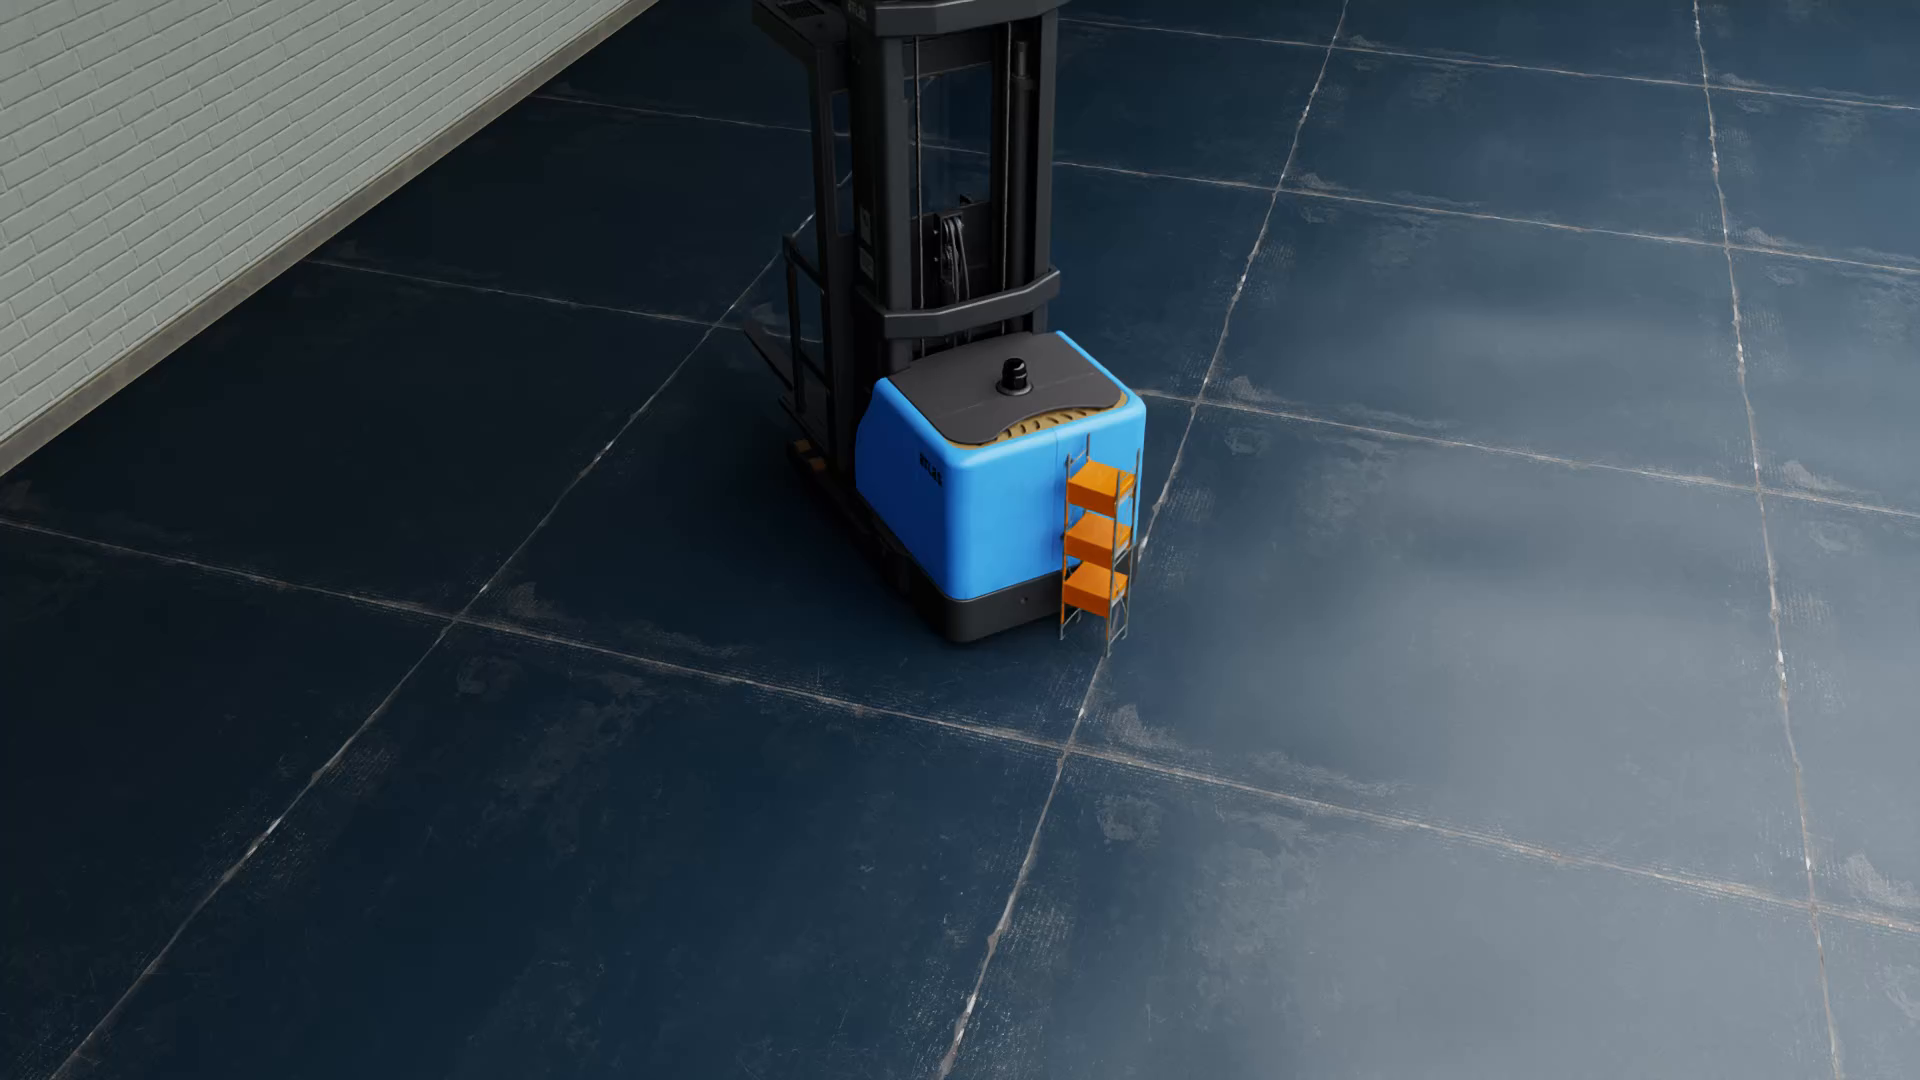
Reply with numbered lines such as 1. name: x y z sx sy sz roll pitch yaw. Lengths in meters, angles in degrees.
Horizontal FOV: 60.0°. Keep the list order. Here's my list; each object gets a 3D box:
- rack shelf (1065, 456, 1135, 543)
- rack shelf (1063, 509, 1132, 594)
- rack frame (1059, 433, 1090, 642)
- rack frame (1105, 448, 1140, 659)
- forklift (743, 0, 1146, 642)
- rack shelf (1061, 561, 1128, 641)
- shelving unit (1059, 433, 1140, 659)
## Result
1. rack shelf: 0.622 -0.181 7.333 0.240 0.259 0.215 20 41 25
2. rack shelf: 0.623 0.048 7.502 0.240 0.259 0.215 20 41 25
3. rack frame: 0.519 0.001 7.547 0.008 1.050 0.200 20 41 25
4. rack frame: 0.727 0.077 7.444 0.008 1.050 0.200 20 41 25
5. forklift: -0.276 -1.566 8.091 1.130 2.935 3.031 -17 40 -22
6. rack shelf: 0.624 0.271 7.667 0.240 0.259 0.215 20 41 25
7. shelving unit: 0.623 0.039 7.495 0.252 1.050 0.215 20 41 25
